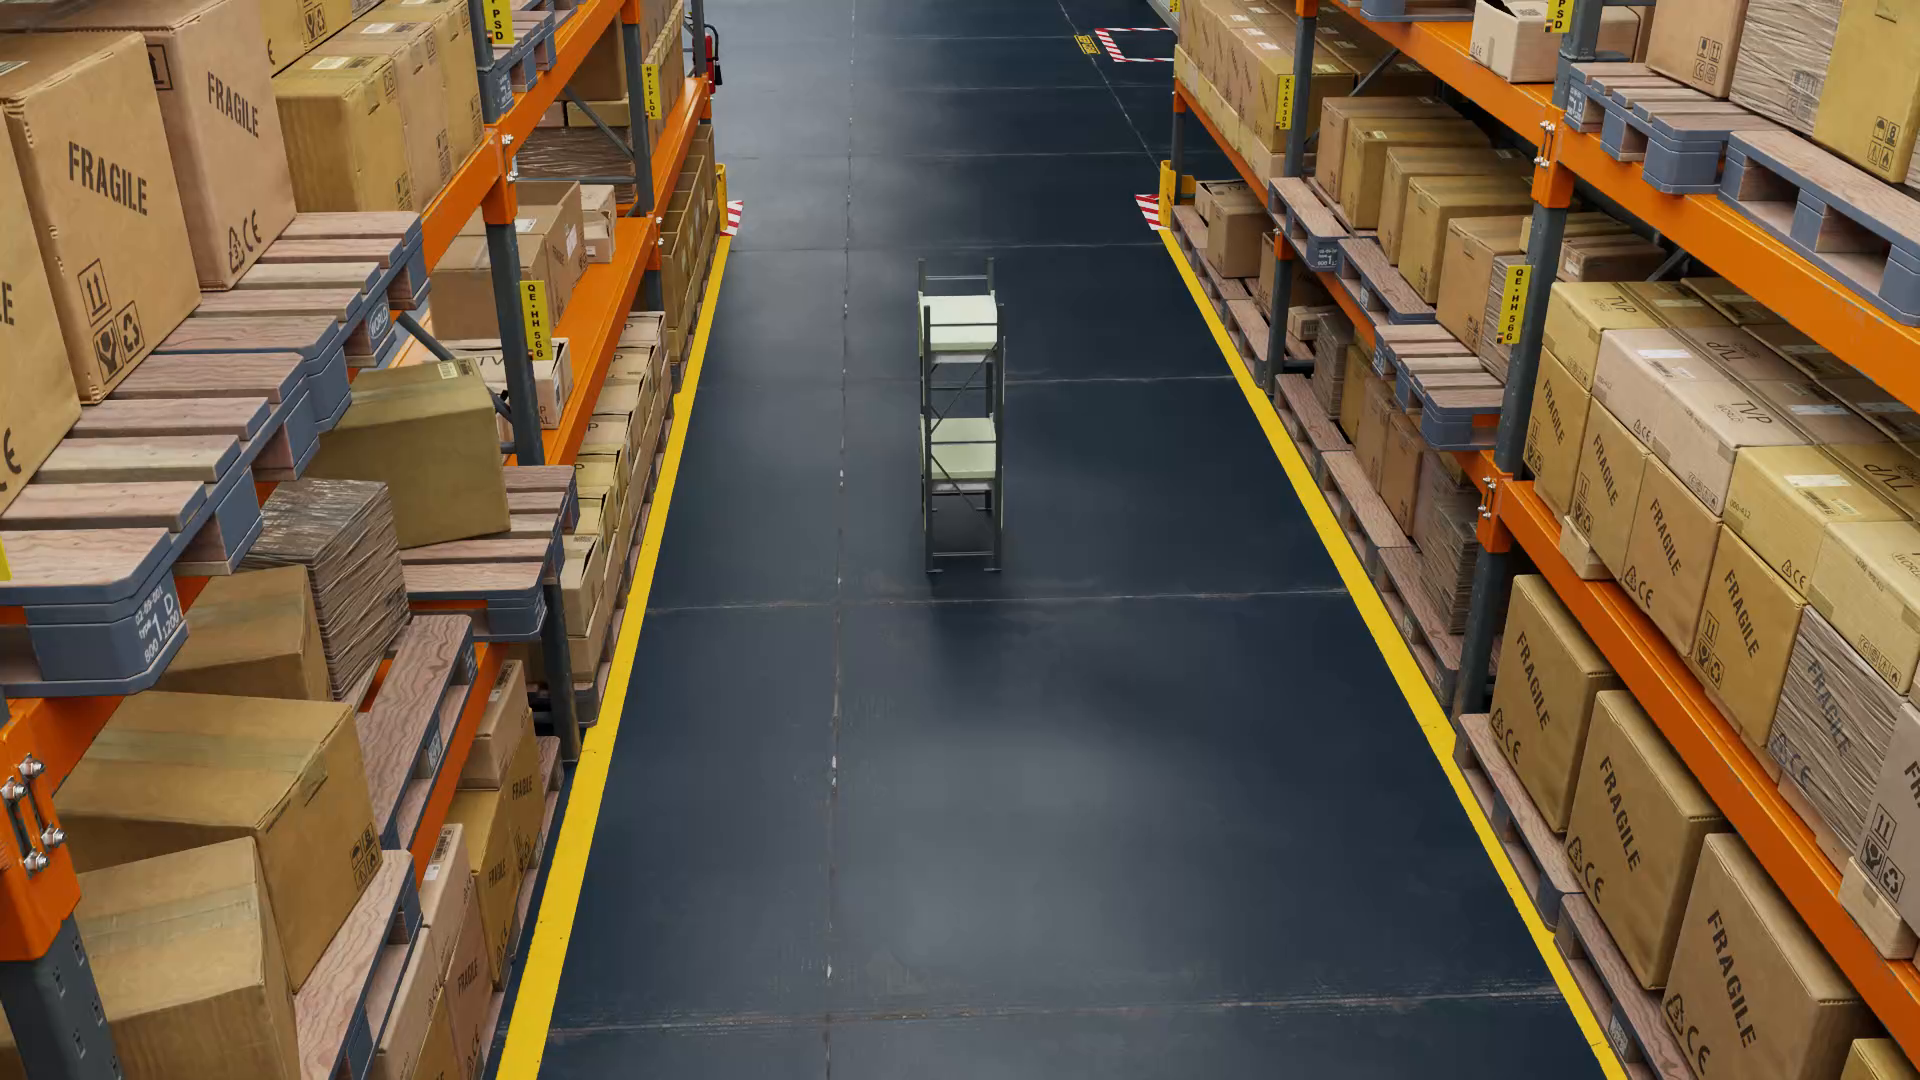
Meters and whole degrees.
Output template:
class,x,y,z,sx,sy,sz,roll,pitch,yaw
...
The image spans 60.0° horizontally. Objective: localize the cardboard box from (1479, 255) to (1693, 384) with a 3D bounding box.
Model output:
class,x,y,z,sx,sy,sz,roll,pitch,yaw
cardboard box,2.720,-0.933,7.212,0.700,0.500,0.500,-5,28,-9

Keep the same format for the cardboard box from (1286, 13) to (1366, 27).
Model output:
class,x,y,z,sx,sy,sz,roll,pitch,yaw
cardboard box,2.648,-3.530,12.104,0.500,0.500,0.500,-1,28,-2

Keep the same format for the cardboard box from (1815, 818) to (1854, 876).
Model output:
class,x,y,z,sx,sy,sz,roll,pitch,yaw
cardboard box,2.639,0.852,4.623,0.380,0.149,0.250,-1,28,-3

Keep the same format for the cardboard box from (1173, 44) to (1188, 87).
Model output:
class,x,y,z,sx,sy,sz,roll,pitch,yaw
cardboard box,2.045,-3.881,13.588,0.500,0.250,0.500,-2,28,-4

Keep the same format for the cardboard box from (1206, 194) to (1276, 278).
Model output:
class,x,y,z,sx,sy,sz,roll,pitch,yaw
cardboard box,2.301,-2.333,12.707,0.700,0.500,0.500,-3,28,-6

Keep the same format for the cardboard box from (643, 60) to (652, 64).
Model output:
class,x,y,z,sx,sy,sz,roll,pitch,yaw
cardboard box,-2.276,-3.135,11.208,0.380,0.149,0.250,-2,28,-4

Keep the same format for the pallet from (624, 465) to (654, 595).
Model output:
class,x,y,z,sx,sy,sz,roll,pitch,yaw
pallet,-2.257,-0.063,9.142,1.003,0.211,1.213,-1,28,-3

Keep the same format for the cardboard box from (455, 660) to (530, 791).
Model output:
class,x,y,z,sx,sy,sz,roll,pitch,yaw
cardboard box,-1.902,0.677,6.124,0.500,0.250,0.500,0,28,-1

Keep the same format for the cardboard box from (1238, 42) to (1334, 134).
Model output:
class,x,y,z,sx,sy,sz,roll,pitch,yaw
cardboard box,2.180,-3.040,11.165,0.500,0.500,0.500,-2,28,-3

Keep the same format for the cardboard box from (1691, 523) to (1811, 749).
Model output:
class,x,y,z,sx,sy,sz,roll,pitch,yaw
cardboard box,2.602,0.280,5.018,0.500,0.500,0.500,-1,28,-1

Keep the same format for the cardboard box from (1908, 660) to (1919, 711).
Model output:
class,x,y,z,sx,sy,sz,roll,pitch,yaw
cardboard box,2.666,0.407,3.964,0.500,0.250,0.500,-1,28,-2

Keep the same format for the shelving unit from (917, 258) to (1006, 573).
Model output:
class,x,y,z,sx,sy,sz,roll,pitch,yaw
shelving unit,0.000,-0.668,8.909,0.431,1.500,0.755,-1,28,-3

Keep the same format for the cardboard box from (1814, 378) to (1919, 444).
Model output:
class,x,y,z,sx,sy,sz,roll,pitch,yaw
cardboard box,3.084,-0.315,5.348,0.500,0.250,0.500,-2,28,-4

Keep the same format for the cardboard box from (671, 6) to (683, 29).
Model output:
class,x,y,z,sx,sy,sz,roll,pitch,yaw
cardboard box,-2.385,-4.089,13.038,0.380,0.149,0.250,-1,28,-1

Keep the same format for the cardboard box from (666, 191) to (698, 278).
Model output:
class,x,y,z,sx,sy,sz,roll,pitch,yaw
cardboard box,-2.165,-2.186,11.906,0.500,0.500,0.500,-1,28,-3

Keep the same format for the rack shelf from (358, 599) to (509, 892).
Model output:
class,x,y,z,sx,sy,sz,roll,pitch,yaw
rack shelf,-2.088,0.887,5.084,1.077,0.370,4.000,-1,28,-3

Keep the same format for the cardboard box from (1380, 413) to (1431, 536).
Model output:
class,x,y,z,sx,sy,sz,roll,pitch,yaw
cardboard box,2.700,-0.365,8.933,0.700,0.500,0.500,-2,28,-3

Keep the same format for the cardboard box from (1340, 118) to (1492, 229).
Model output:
class,x,y,z,sx,sy,sz,roll,pitch,yaw
cardboard box,2.560,-2.070,9.391,0.700,0.500,0.500,1,28,3

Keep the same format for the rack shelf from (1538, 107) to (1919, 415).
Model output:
class,x,y,z,sx,sy,sz,roll,pitch,yaw
rack shelf,2.859,-0.564,4.623,1.077,0.370,4.000,-1,28,-3

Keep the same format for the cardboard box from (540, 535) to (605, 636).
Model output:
class,x,y,z,sx,sy,sz,roll,pitch,yaw
cardboard box,-1.926,0.180,7.575,0.500,0.311,0.500,0,28,-1

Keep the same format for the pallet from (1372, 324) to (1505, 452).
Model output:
class,x,y,z,sx,sy,sz,roll,pitch,yaw
pallet,2.611,-0.719,7.591,1.213,0.211,1.003,-1,28,-3

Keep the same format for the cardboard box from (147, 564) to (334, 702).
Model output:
class,x,y,z,sx,sy,sz,roll,pitch,yaw
cardboard box,-2.137,0.447,4.588,0.700,0.500,0.500,-8,29,-16

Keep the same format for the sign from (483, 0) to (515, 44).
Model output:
class,x,y,z,sx,sy,sz,roll,pitch,yaw
sign,-1.650,-1.927,5.898,0.100,0.325,0.005,-1,28,-3

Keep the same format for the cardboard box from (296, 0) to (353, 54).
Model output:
class,x,y,z,sx,sy,sz,roll,pitch,yaw
cardboard box,-2.149,-1.736,4.902,0.500,0.500,0.500,-1,28,-3

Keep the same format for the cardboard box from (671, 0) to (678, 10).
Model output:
class,x,y,z,sx,sy,sz,roll,pitch,yaw
cardboard box,-2.596,-4.429,12.988,0.700,0.500,0.500,-1,28,-2

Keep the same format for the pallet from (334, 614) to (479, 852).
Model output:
class,x,y,z,sx,sy,sz,roll,pitch,yaw
pallet,-2.086,0.627,5.011,1.003,0.211,1.213,-1,28,-3

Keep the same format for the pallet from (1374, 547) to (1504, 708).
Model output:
class,x,y,z,sx,sy,sz,roll,pitch,yaw
pallet,2.715,0.398,8.258,1.003,0.211,1.213,-1,28,-3

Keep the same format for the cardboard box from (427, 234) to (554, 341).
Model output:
class,x,y,z,sx,sy,sz,roll,pitch,yaw
cardboard box,-2.296,-1.175,8.150,0.500,0.500,0.500,-3,28,-5

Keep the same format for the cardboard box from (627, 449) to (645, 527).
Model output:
class,x,y,z,sx,sy,sz,roll,pitch,yaw
cardboard box,-2.013,-0.281,9.064,0.500,0.250,0.500,-1,28,-2

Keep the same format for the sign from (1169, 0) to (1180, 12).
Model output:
class,x,y,z,sx,sy,sz,roll,pitch,yaw
sign,1.795,-4.542,13.779,0.100,0.325,0.005,-1,28,-3

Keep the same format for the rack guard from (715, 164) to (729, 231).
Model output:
class,x,y,z,sx,sy,sz,roll,pitch,yaw
rack guard,-2.611,-2.953,14.371,1.175,0.500,0.348,-1,28,-3

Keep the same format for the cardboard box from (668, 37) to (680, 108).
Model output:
class,x,y,z,sx,sy,sz,roll,pitch,yaw
cardboard box,-2.566,-3.636,12.870,0.700,0.500,0.500,-1,28,-1

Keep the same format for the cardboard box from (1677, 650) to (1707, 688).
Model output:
class,x,y,z,sx,sy,sz,roll,pitch,yaw
cardboard box,2.635,0.377,5.534,0.380,0.149,0.250,-1,28,-2

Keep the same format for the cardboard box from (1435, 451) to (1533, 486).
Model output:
class,x,y,z,sx,sy,sz,roll,pitch,yaw
cardboard box,2.698,-0.492,8.367,0.500,0.250,0.500,-1,28,-2

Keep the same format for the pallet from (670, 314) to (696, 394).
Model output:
class,x,y,z,sx,sy,sz,roll,pitch,yaw
pallet,-2.401,-1.335,11.581,1.003,0.211,1.213,-1,28,-3

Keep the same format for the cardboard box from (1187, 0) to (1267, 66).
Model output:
class,x,y,z,sx,sy,sz,roll,pitch,yaw
cardboard box,2.077,-3.990,12.986,0.500,0.500,0.500,-1,28,-2

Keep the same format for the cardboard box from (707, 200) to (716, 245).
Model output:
class,x,y,z,sx,sy,sz,roll,pitch,yaw
cardboard box,-2.249,-2.546,13.407,0.500,0.250,0.500,-1,28,-3

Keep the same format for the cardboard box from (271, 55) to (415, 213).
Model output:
class,x,y,z,sx,sy,sz,roll,pitch,yaw
cardboard box,-2.082,-1.054,4.675,0.910,0.500,0.500,-1,28,-3

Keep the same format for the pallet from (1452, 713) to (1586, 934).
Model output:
class,x,y,z,sx,sy,sz,roll,pitch,yaw
pallet,2.720,1.125,6.864,1.003,0.211,1.213,-1,28,-3

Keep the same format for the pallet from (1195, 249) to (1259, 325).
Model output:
class,x,y,z,sx,sy,sz,roll,pitch,yaw
pallet,2.408,-1.962,12.783,1.003,0.211,1.213,-1,28,-3

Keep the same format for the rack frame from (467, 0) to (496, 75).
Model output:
class,x,y,z,sx,sy,sz,roll,pitch,yaw
rack frame,-2.192,-3.016,5.301,1.000,3.000,0.127,-1,28,-3

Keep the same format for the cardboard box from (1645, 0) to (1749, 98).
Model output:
class,x,y,z,sx,sy,sz,roll,pitch,yaw
cardboard box,2.837,-1.828,5.684,0.700,0.500,0.500,-3,28,-7

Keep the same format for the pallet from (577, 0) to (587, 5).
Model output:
class,x,y,z,sx,sy,sz,roll,pitch,yaw
pallet,-2.342,-3.041,8.800,0.805,0.209,1.217,-2,28,-5

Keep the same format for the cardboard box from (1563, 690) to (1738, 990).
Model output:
class,x,y,z,sx,sy,sz,roll,pitch,yaw
cardboard box,2.701,1.037,5.888,0.750,0.750,0.750,-2,28,-3

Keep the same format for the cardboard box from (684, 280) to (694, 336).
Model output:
class,x,y,z,sx,sy,sz,roll,pitch,yaw
cardboard box,-2.144,-1.623,11.636,0.500,0.250,0.500,-1,28,-3

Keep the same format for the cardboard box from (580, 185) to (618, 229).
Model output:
class,x,y,z,sx,sy,sz,roll,pitch,yaw
cardboard box,-2.332,-1.910,9.831,0.500,0.250,0.500,0,28,1

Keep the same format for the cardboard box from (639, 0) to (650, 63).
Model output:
class,x,y,z,sx,sy,sz,roll,pitch,yaw
cardboard box,-2.484,-3.492,11.190,0.700,0.500,0.500,-1,28,-3

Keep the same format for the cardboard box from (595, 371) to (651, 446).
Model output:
class,x,y,z,sx,sy,sz,roll,pitch,yaw
cardboard box,-2.037,-0.768,9.392,0.500,0.311,0.500,-1,28,-3

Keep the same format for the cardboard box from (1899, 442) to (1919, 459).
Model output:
class,x,y,z,sx,sy,sz,roll,pitch,yaw
cardboard box,3.111,-0.080,4.897,0.500,0.250,0.500,-2,28,-4

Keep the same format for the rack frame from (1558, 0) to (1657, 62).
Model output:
class,x,y,z,sx,sy,sz,roll,pitch,yaw
rack frame,2.754,-3.137,5.534,1.000,3.000,0.127,-1,28,-3

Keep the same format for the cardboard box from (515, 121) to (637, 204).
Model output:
class,x,y,z,sx,sy,sz,roll,pitch,yaw
cardboard box,-2.431,-2.452,10.600,0.700,0.500,0.500,-2,28,-4

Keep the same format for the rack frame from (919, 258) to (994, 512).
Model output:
class,x,y,z,sx,sy,sz,roll,pitch,yaw
rack frame,-0.019,-0.837,9.233,0.400,1.500,0.023,-1,28,-3

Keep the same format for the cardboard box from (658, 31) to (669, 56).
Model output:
class,x,y,z,sx,sy,sz,roll,pitch,yaw
cardboard box,-2.331,-3.612,12.123,0.380,0.149,0.250,-1,28,-1

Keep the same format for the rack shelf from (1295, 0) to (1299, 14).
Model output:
class,x,y,z,sx,sy,sz,roll,pitch,yaw
rack shelf,2.441,-4.259,11.706,1.077,0.370,4.000,-1,28,-3

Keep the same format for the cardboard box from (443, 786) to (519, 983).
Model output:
class,x,y,z,sx,sy,sz,roll,pitch,yaw
cardboard box,-1.882,1.223,5.889,0.500,0.500,0.500,-2,28,-5

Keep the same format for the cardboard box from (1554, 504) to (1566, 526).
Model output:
class,x,y,z,sx,sy,sz,roll,pitch,yaw
cardboard box,2.545,-0.100,6.449,0.380,0.149,0.250,-1,28,-2

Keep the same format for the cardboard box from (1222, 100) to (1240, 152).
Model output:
class,x,y,z,sx,sy,sz,roll,pitch,yaw
cardboard box,2.159,-2.940,11.784,0.500,0.250,0.500,-2,28,-3

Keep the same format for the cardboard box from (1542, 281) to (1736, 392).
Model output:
class,x,y,z,sx,sy,sz,roll,pitch,yaw
cardboard box,2.522,-0.765,6.212,0.500,0.250,0.500,-1,28,-1
